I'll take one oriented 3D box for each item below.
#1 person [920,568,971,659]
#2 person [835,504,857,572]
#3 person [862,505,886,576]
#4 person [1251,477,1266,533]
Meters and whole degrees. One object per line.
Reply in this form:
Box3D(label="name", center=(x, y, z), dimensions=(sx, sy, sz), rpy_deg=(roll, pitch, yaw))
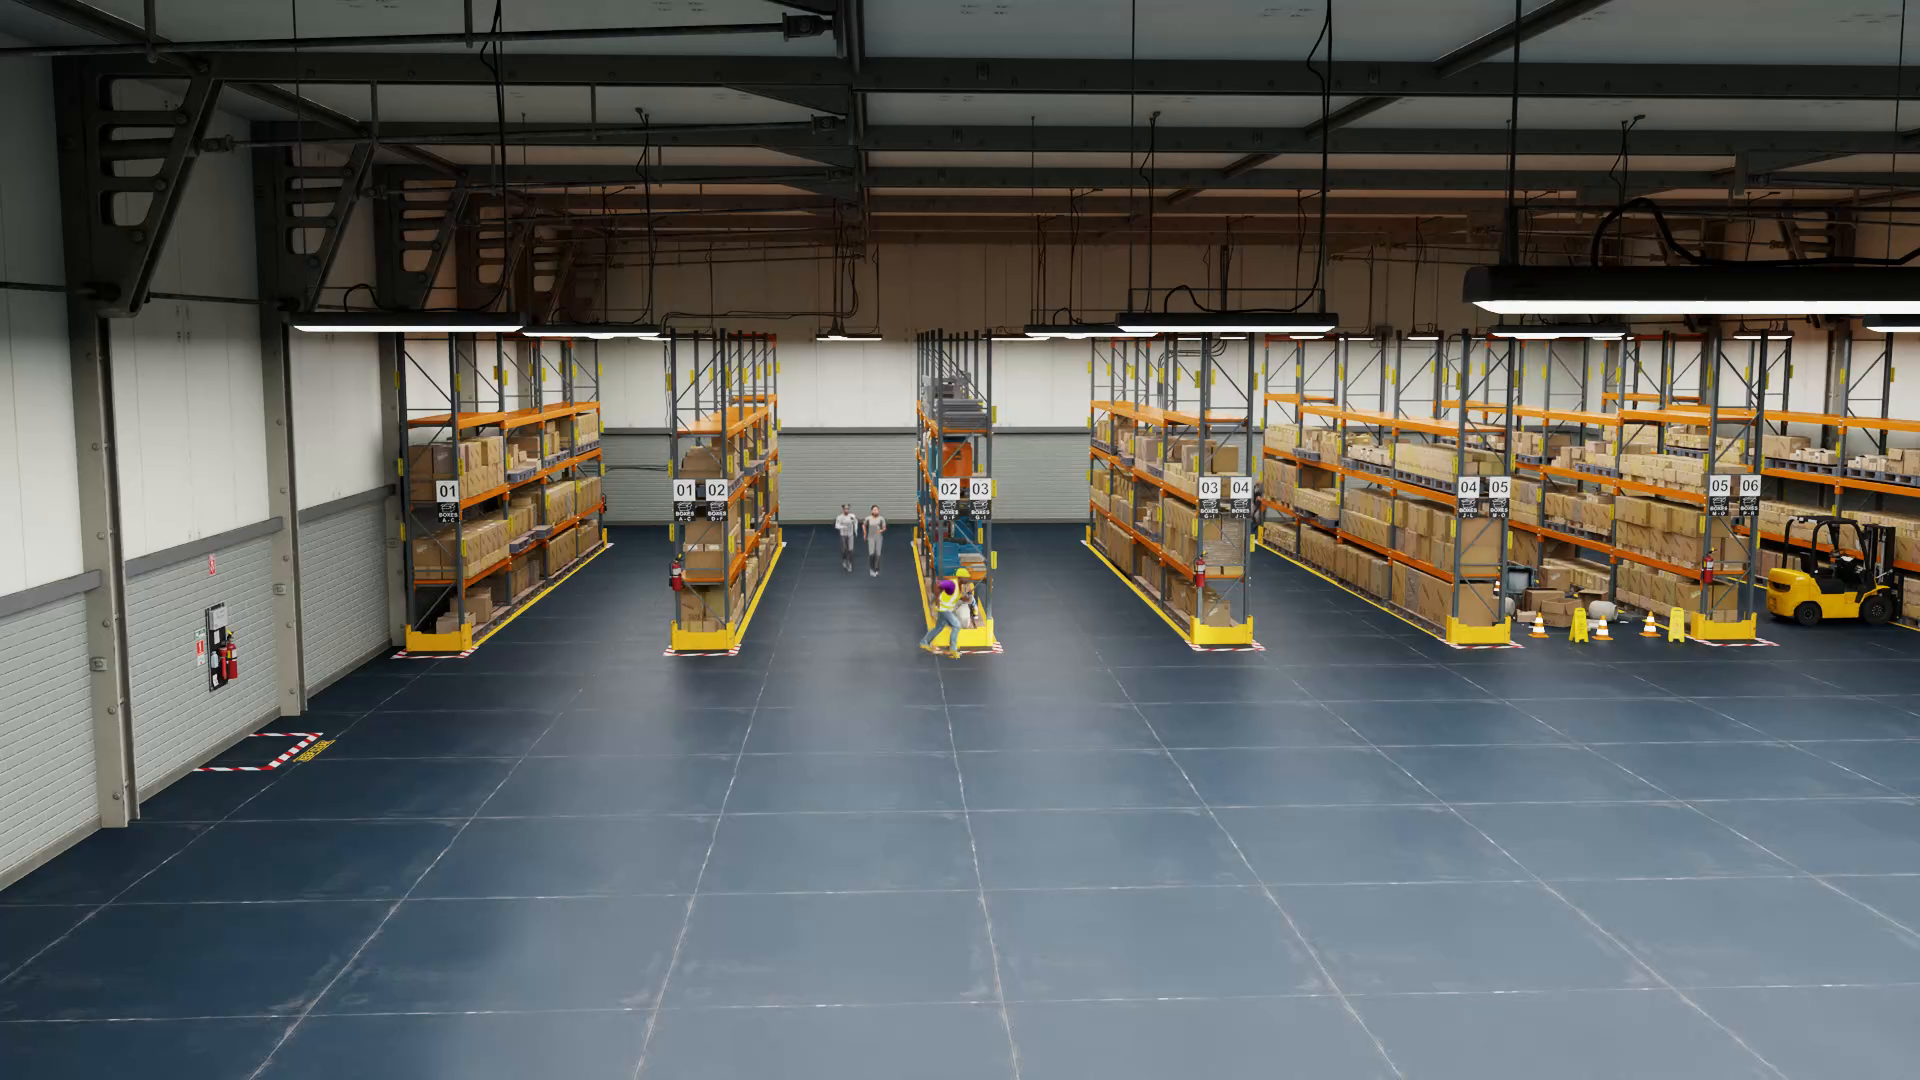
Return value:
Box3D(label="person", center=(-0.285, 1.349, 30.437), dimensions=(1.026, 1.710, 0.747), rpy_deg=(3, 7, 22))
Box3D(label="person", center=(-2.865, -0.066, 42.041), dimensions=(0.570, 1.744, 0.832), rpy_deg=(-1, 7, -6))
Box3D(label="person", center=(-2.008, 0.019, 39.025), dimensions=(0.555, 1.665, 0.619), rpy_deg=(-1, 7, -5))
Box3D(label="person", center=(9.027, -1.052, 50.387), dimensions=(0.559, 1.711, 0.786), rpy_deg=(6, 9, 41))
